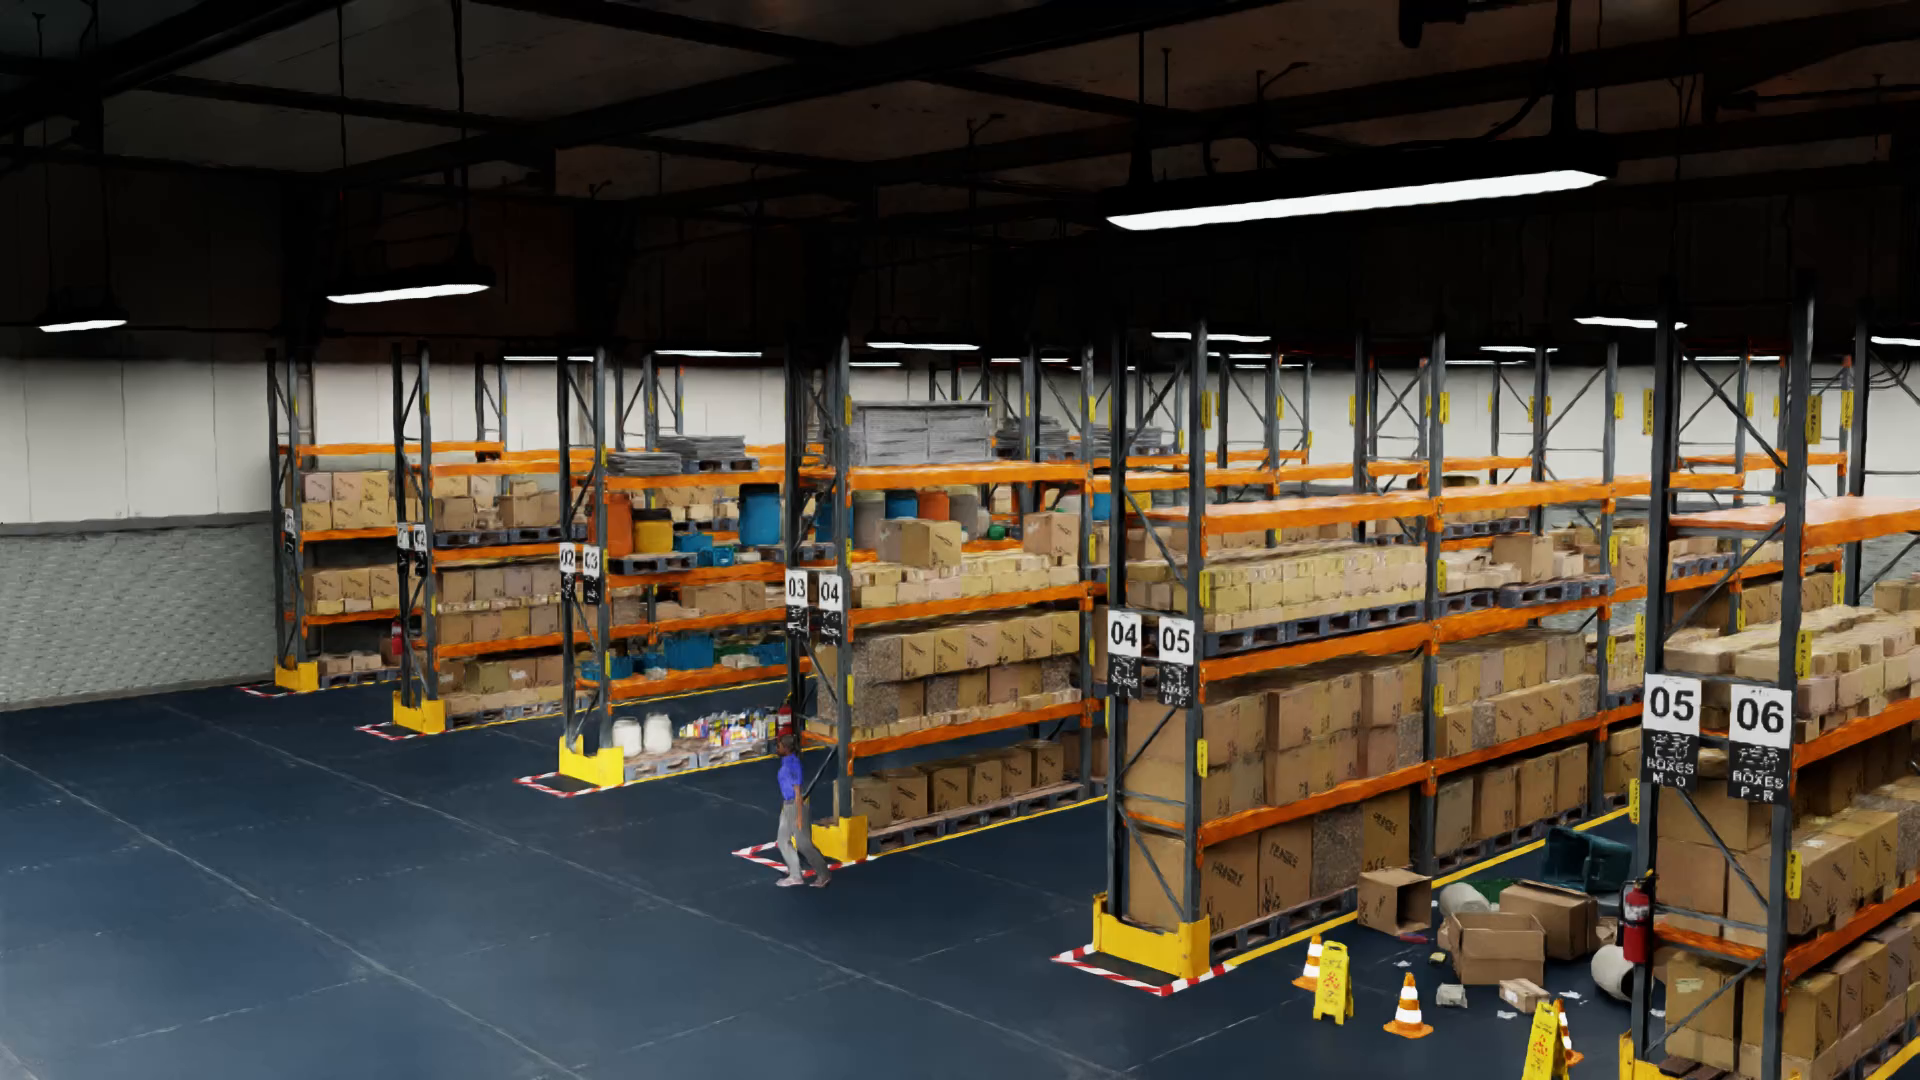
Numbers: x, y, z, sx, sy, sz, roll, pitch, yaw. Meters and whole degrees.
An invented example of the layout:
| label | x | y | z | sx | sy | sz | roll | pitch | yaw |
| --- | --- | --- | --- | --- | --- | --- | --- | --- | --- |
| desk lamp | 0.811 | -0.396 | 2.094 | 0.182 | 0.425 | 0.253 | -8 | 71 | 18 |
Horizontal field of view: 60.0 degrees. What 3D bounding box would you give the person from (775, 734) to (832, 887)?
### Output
| label | x | y | z | sx | sy | sz | roll | pitch | yaw |
| --- | --- | --- | --- | --- | --- | --- | --- | --- | --- |
| person | -1.646 | 2.846 | 17.548 | 0.578 | 1.637 | 0.556 | -1 | 5 | -15 |
